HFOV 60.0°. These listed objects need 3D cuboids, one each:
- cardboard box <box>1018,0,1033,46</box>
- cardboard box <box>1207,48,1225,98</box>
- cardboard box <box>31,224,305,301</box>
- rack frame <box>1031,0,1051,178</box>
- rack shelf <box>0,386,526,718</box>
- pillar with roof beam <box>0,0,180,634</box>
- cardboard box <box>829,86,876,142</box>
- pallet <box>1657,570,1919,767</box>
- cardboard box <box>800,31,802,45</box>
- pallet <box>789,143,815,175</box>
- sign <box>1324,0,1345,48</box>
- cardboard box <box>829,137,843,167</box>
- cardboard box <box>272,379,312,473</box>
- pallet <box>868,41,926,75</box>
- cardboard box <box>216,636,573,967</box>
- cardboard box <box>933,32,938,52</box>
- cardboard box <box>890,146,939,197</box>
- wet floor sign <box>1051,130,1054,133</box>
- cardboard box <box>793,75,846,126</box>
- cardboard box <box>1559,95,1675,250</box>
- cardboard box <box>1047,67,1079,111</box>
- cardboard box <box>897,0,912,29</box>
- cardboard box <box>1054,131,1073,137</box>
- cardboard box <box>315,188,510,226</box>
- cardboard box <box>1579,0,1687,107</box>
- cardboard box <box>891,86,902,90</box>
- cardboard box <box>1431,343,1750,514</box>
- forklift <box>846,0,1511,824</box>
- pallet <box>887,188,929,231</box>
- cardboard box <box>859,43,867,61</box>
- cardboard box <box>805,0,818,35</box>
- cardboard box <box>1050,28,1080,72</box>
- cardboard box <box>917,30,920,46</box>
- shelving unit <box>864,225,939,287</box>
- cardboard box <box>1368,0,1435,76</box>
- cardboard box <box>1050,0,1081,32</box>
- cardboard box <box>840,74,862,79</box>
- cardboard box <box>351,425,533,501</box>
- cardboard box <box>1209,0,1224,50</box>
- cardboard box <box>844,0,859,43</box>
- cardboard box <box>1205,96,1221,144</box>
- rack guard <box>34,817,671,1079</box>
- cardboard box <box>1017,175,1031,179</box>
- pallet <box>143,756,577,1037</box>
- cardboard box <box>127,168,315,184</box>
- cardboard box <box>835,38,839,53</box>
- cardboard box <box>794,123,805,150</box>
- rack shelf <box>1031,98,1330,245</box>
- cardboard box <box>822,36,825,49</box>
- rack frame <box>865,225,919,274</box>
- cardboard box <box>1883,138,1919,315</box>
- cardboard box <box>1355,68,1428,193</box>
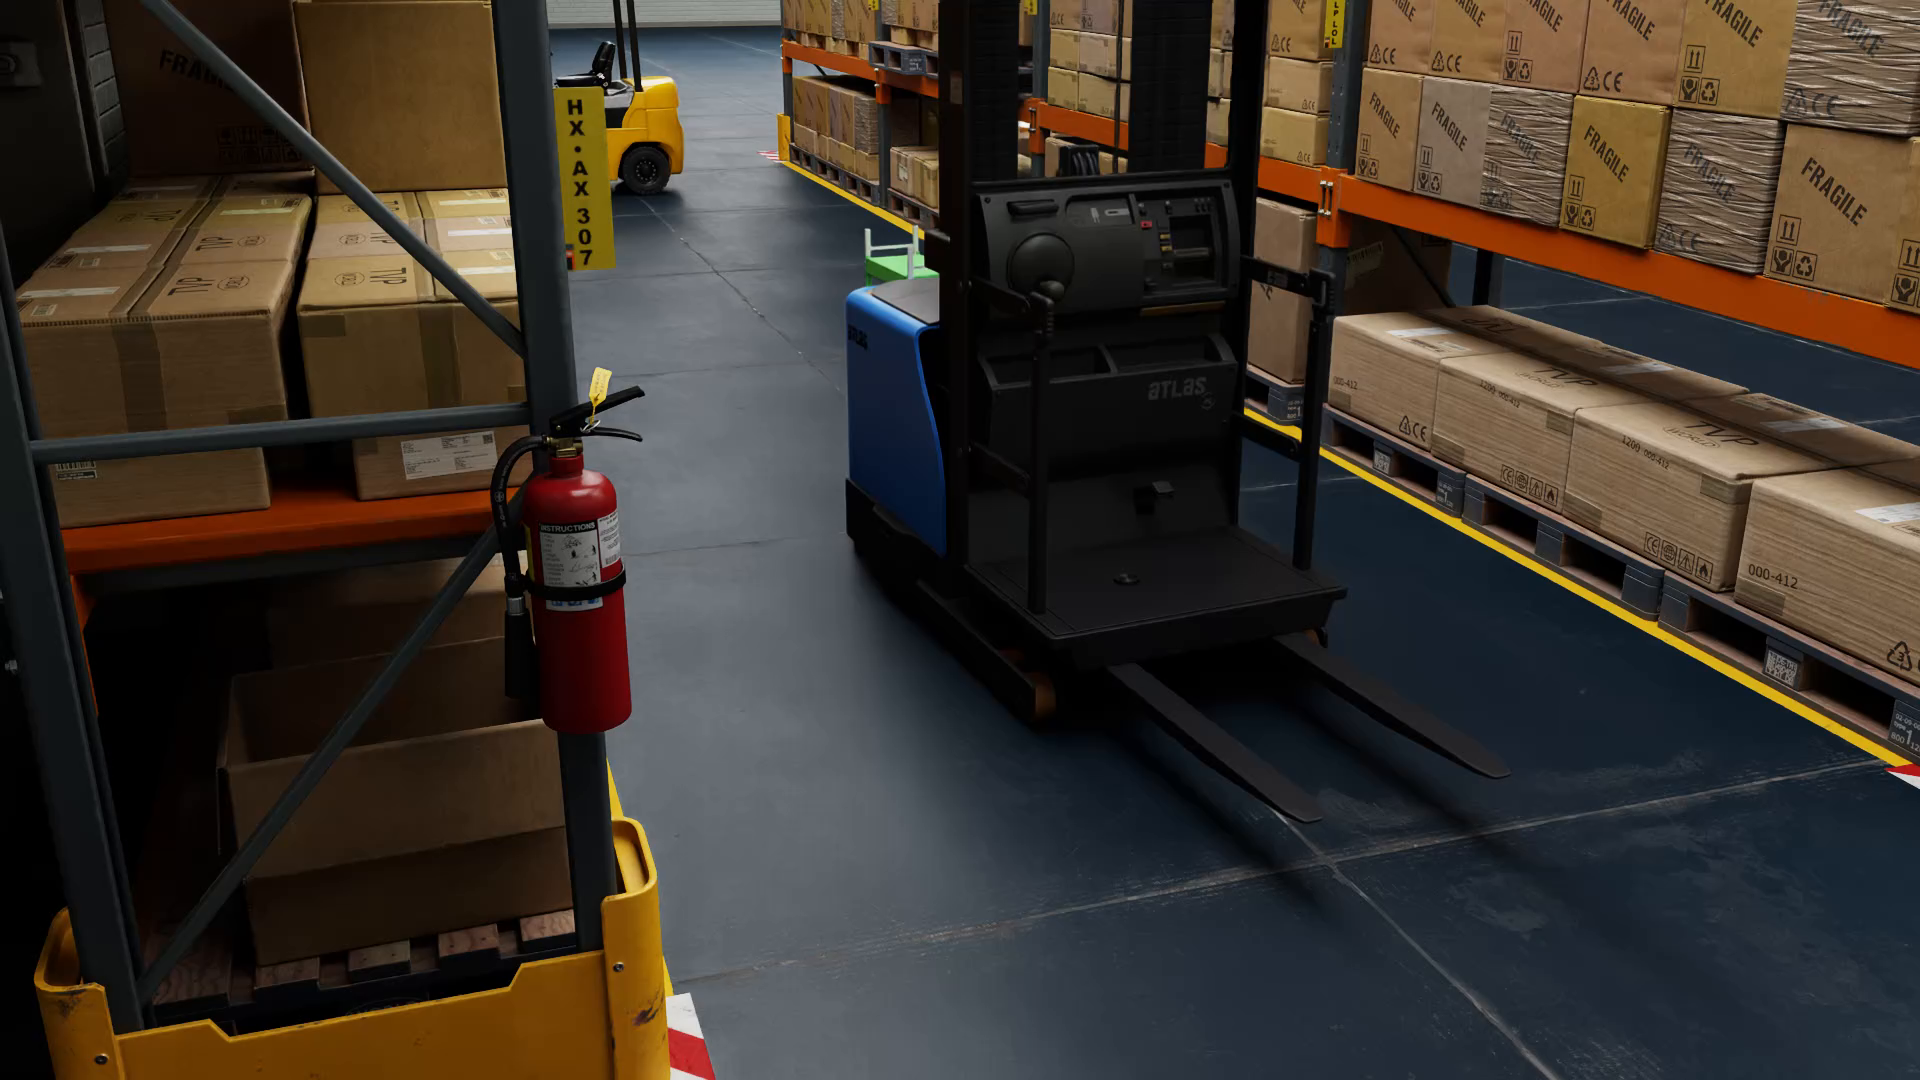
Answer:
[{"bbox_3d":[0.589,-3.784,11.805,0.500,0.500,0.500,-7,21,-19],"label":"cardboard box"},{"bbox_3d":[1.551,-2.605,9.214,0.500,0.250,0.500,-6,21,-16],"label":"cardboard box"},{"bbox_3d":[-1.758,-0.542,3.769,0.500,0.250,0.500,-6,21,-17],"label":"cardboard box"},{"bbox_3d":[0.996,-3.283,11.619,1.000,3.000,0.127,-6,21,-17],"label":"rack frame"},{"bbox_3d":[-1.830,-0.490,4.909,1.077,0.370,4.000,-6,21,-17],"label":"rack shelf"},{"bbox_3d":[0.992,-4.432,5.945,9.100,9.000,0.400,-6,21,-17],"label":"pillar with roof beam"},{"bbox_3d":[-1.025,-4.311,16.819,0.500,0.500,0.500,-5,20,-14],"label":"cardboard box"},{"bbox_3d":[3.184,0.348,5.635,1.003,0.211,1.213,-6,21,-17],"label":"pallet"},{"bbox_3d":[-1.509,-5.428,17.962,0.380,0.149,0.250,-7,21,-19],"label":"cardboard box"},{"bbox_3d":[-1.273,-4.249,18.434,1.003,0.211,1.213,-6,21,-17],"label":"pallet"},{"bbox_3d":[1.741,-2.446,7.694,0.100,0.325,0.005,-6,21,-17],"label":"sign"},{"bbox_3d":[-1.035,-3.965,16.964,0.500,0.250,0.500,-6,21,-16],"label":"cardboard box"},{"bbox_3d":[-1.581,-0.235,3.504,0.380,0.149,0.250,-6,21,-16],"label":"cardboard box"},{"bbox_3d":[-0.160,-4.216,14.500,1.003,0.211,1.213,-6,21,-17],"label":"pallet"},{"bbox_3d":[-1.303,0.584,3.926,0.797,0.503,0.637,-7,21,-19],"label":"cardboard box"},{"bbox_3d":[-0.005,-4.014,13.405,0.380,0.149,0.250,-6,20,-15],"label":"cardboard box"},{"bbox_3d":[-0.095,-3.360,15.099,0.950,0.372,0.625,-6,21,-17],"label":"cardboard box"},{"bbox_3d":[1.260,-5.100,20.160,0.267,0.644,0.232,-10,22,-27],"label":"wet floor sign"},{"bbox_3d":[-1.520,-4.811,18.210,0.500,0.500,0.500,-7,21,-19],"label":"cardboard box"},{"bbox_3d":[2.618,-1.381,6.175,0.500,0.500,0.500,-6,21,-16],"label":"cardboard box"},{"bbox_3d":[0.910,-3.029,11.133,0.500,0.250,0.500,-7,21,-18],"label":"cardboard box"},{"bbox_3d":[-0.229,-4.610,14.104,0.500,0.500,0.500,-6,21,-17],"label":"cardboard box"},{"bbox_3d":[1.437,-4.381,18.369,0.637,0.503,0.797,12,23,30],"label":"cardboard box"},{"bbox_3d":[-1.409,-0.755,4.363,0.500,0.250,0.500,-7,21,-18],"label":"cardboard box"},{"bbox_3d":[2.632,-1.848,5.997,0.500,0.500,0.500,-7,21,-18],"label":"cardboard box"},{"bbox_3d":[-0.532,-4.378,17.006,0.500,0.500,0.500,-5,20,-14],"label":"cardboard box"},{"bbox_3d":[2.630,-0.491,7.016,0.875,0.438,0.875,-7,21,-19],"label":"cardboard box"},{"bbox_3d":[0.587,-0.962,5.260,1.130,2.935,3.031,-8,21,-22],"label":"forklift"},{"bbox_3d":[-0.016,-3.005,14.969,1.003,0.211,1.213,-6,21,-17],"label":"pallet"},{"bbox_3d":[-0.737,-4.599,15.654,0.380,0.149,0.250,-6,21,-16],"label":"cardboard box"},{"bbox_3d":[-1.306,-5.527,17.278,0.500,0.500,0.500,-7,21,-18],"label":"cardboard box"},{"bbox_3d":[0.920,-3.259,11.035,0.500,0.250,0.500,-7,21,-18],"label":"cardboard box"},{"bbox_3d":[-0.156,-4.271,14.121,0.380,0.149,0.250,-5,20,-14],"label":"cardboard box"},{"bbox_3d":[-0.194,-0.689,7.060,0.258,1.200,0.503,-8,21,-22],"label":"shelving unit"},{"bbox_3d":[2.172,-2.339,7.363,0.500,0.500,0.500,-6,21,-17],"label":"cardboard box"},{"bbox_3d":[0.918,-3.616,10.921,0.500,0.500,0.500,-7,21,-19],"label":"cardboard box"},{"bbox_3d":[-1.020,-4.877,18.395,0.500,0.500,0.500,-6,21,-17],"label":"cardboard box"},{"bbox_3d":[-1.044,-0.204,3.418,0.380,0.149,0.250,-7,21,-18],"label":"cardboard box"},{"bbox_3d":[1.564,-2.964,9.104,0.500,0.500,0.500,-6,21,-16],"label":"cardboard box"},{"bbox_3d":[-0.806,-5.034,15.907,0.500,0.500,0.500,-6,21,-15],"label":"cardboard box"},{"bbox_3d":[1.573,-2.374,9.309,0.500,0.250,0.500,-7,21,-19],"label":"cardboard box"},{"bbox_3d":[-1.225,0.965,3.491,1.175,0.500,0.348,-6,21,-17],"label":"rack guard"},{"bbox_3d":[0.588,-2.662,13.157,0.950,0.372,0.625,-7,21,-18],"label":"cardboard box"},{"bbox_3d":[-1.476,0.845,4.252,1.003,0.211,1.213,-6,21,-17],"label":"pallet"},{"bbox_3d":[-2.234,-1.027,5.119,0.500,0.250,0.500,-6,21,-16],"label":"cardboard box"},{"bbox_3d":[-1.027,-4.930,16.577,0.380,0.149,0.250,-7,21,-18],"label":"cardboard box"},{"bbox_3d":[-1.528,-4.466,18.358,0.500,0.250,0.500,-7,21,-18],"label":"cardboard box"},{"bbox_3d":[1.624,-2.303,9.954,1.077,0.370,4.000,-6,21,-17],"label":"rack shelf"},{"bbox_3d":[-1.220,-5.184,17.282,0.380,0.149,0.250,-6,21,-15],"label":"cardboard box"},{"bbox_3d":[-0.290,-0.765,7.271,0.240,1.200,0.015,-8,21,-22],"label":"rack frame"},{"bbox_3d":[3.107,-0.890,4.808,0.500,0.500,0.500,-6,21,-17],"label":"cardboard box"},{"bbox_3d":[2.152,-1.868,7.532,0.500,0.500,0.500,-6,21,-15],"label":"cardboard box"}]
